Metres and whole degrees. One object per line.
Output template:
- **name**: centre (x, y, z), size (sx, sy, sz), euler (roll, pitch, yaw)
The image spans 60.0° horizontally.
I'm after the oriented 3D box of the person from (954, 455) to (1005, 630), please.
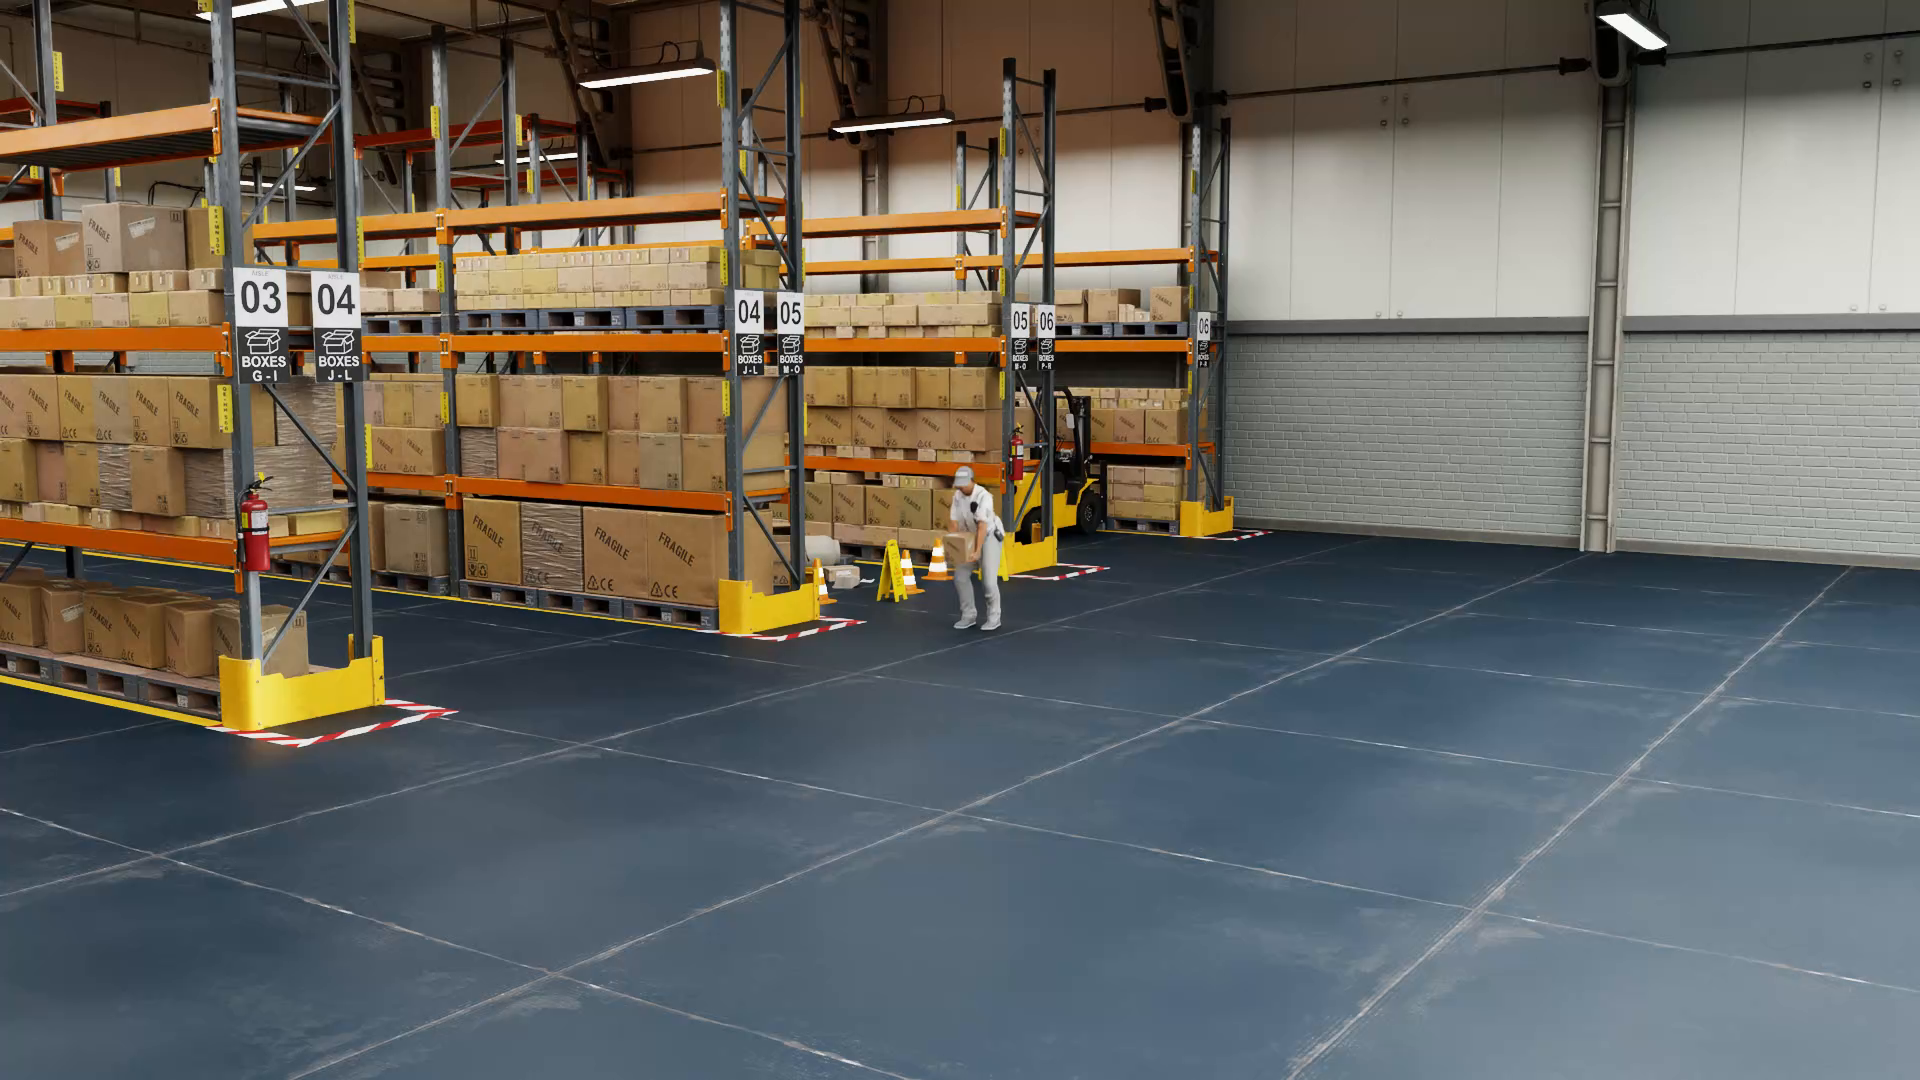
- **person**: centre (0.158, 0.023, 15.836), size (0.452, 1.664, 0.524), euler (4, 8, 33)
